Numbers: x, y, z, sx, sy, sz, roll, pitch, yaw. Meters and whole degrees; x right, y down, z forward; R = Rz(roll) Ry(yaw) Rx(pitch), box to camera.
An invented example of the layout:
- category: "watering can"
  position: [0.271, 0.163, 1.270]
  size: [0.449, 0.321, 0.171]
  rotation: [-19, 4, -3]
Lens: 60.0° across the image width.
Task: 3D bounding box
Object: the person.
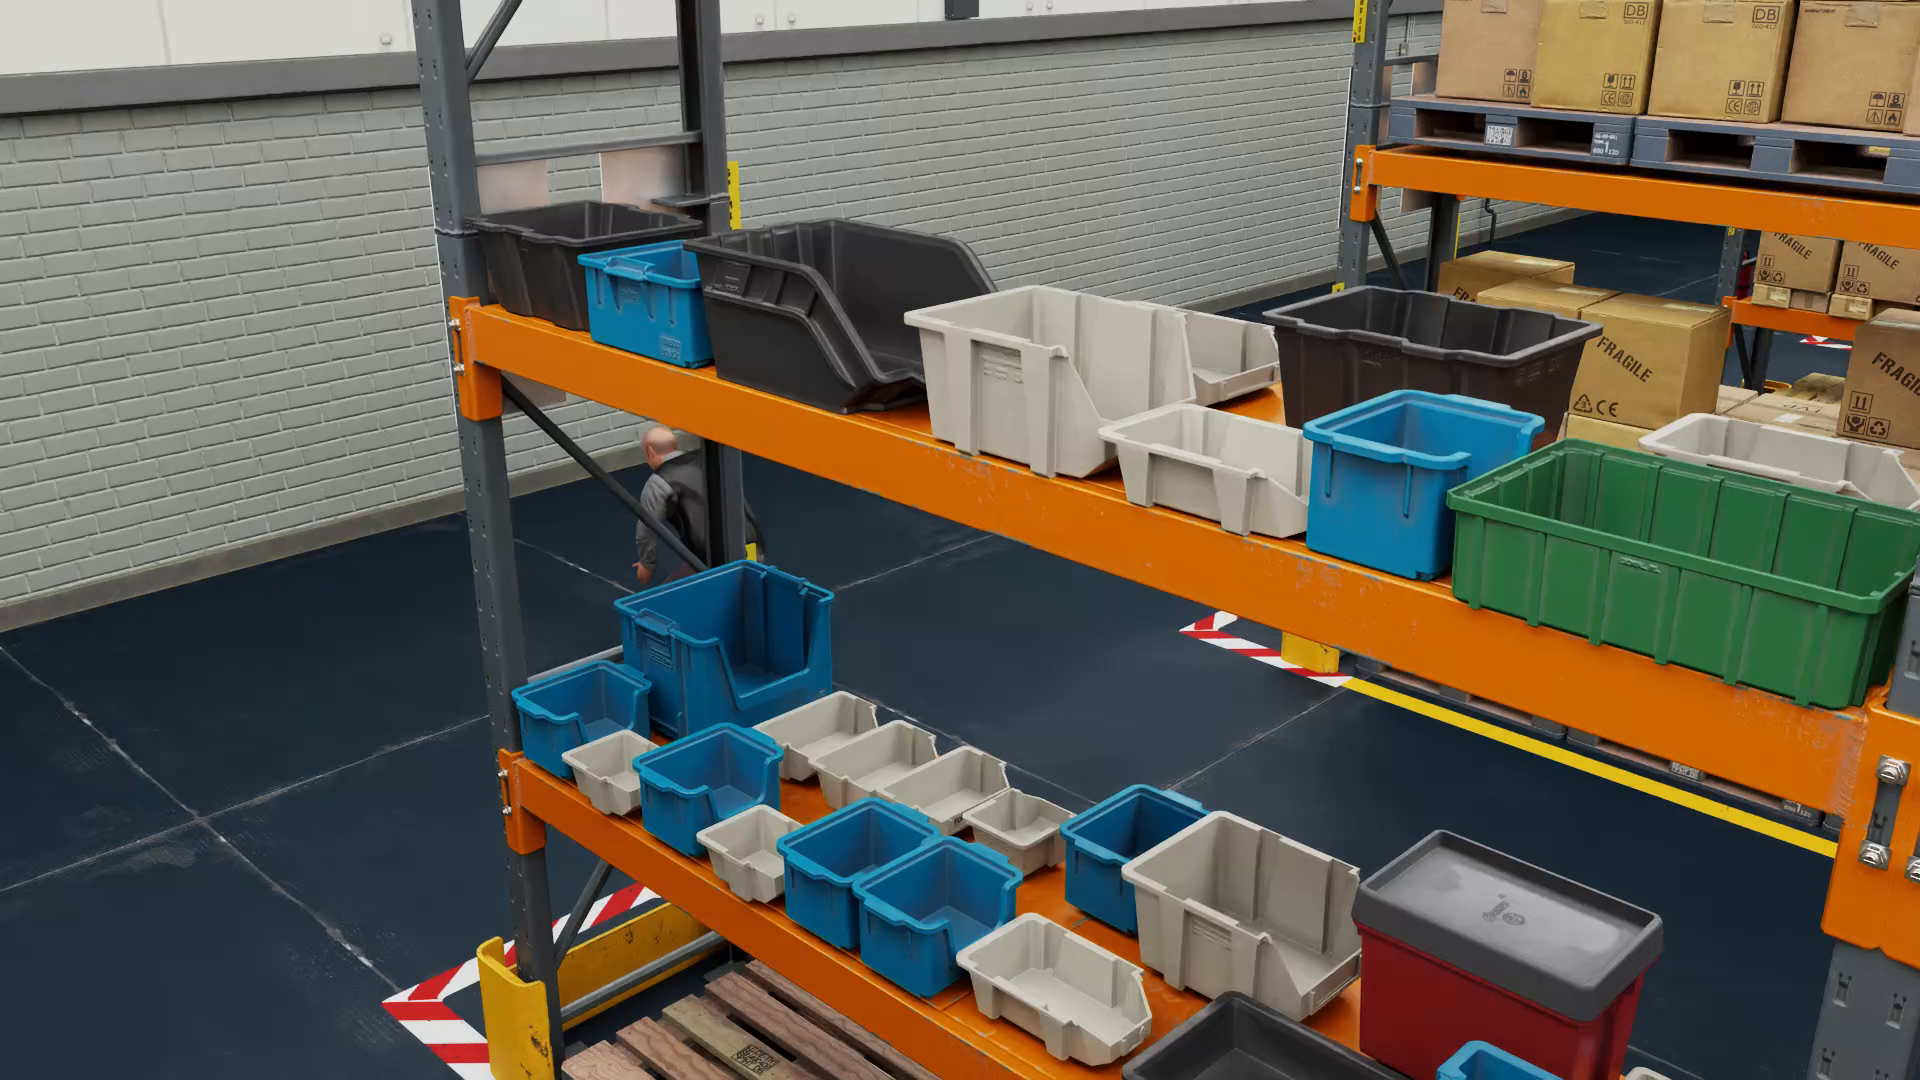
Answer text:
- category: "person"
  position: [-1.407, 0.095, 8.904]
  size: [0.743, 1.345, 0.590]
  rotation: [19, 28, 41]
